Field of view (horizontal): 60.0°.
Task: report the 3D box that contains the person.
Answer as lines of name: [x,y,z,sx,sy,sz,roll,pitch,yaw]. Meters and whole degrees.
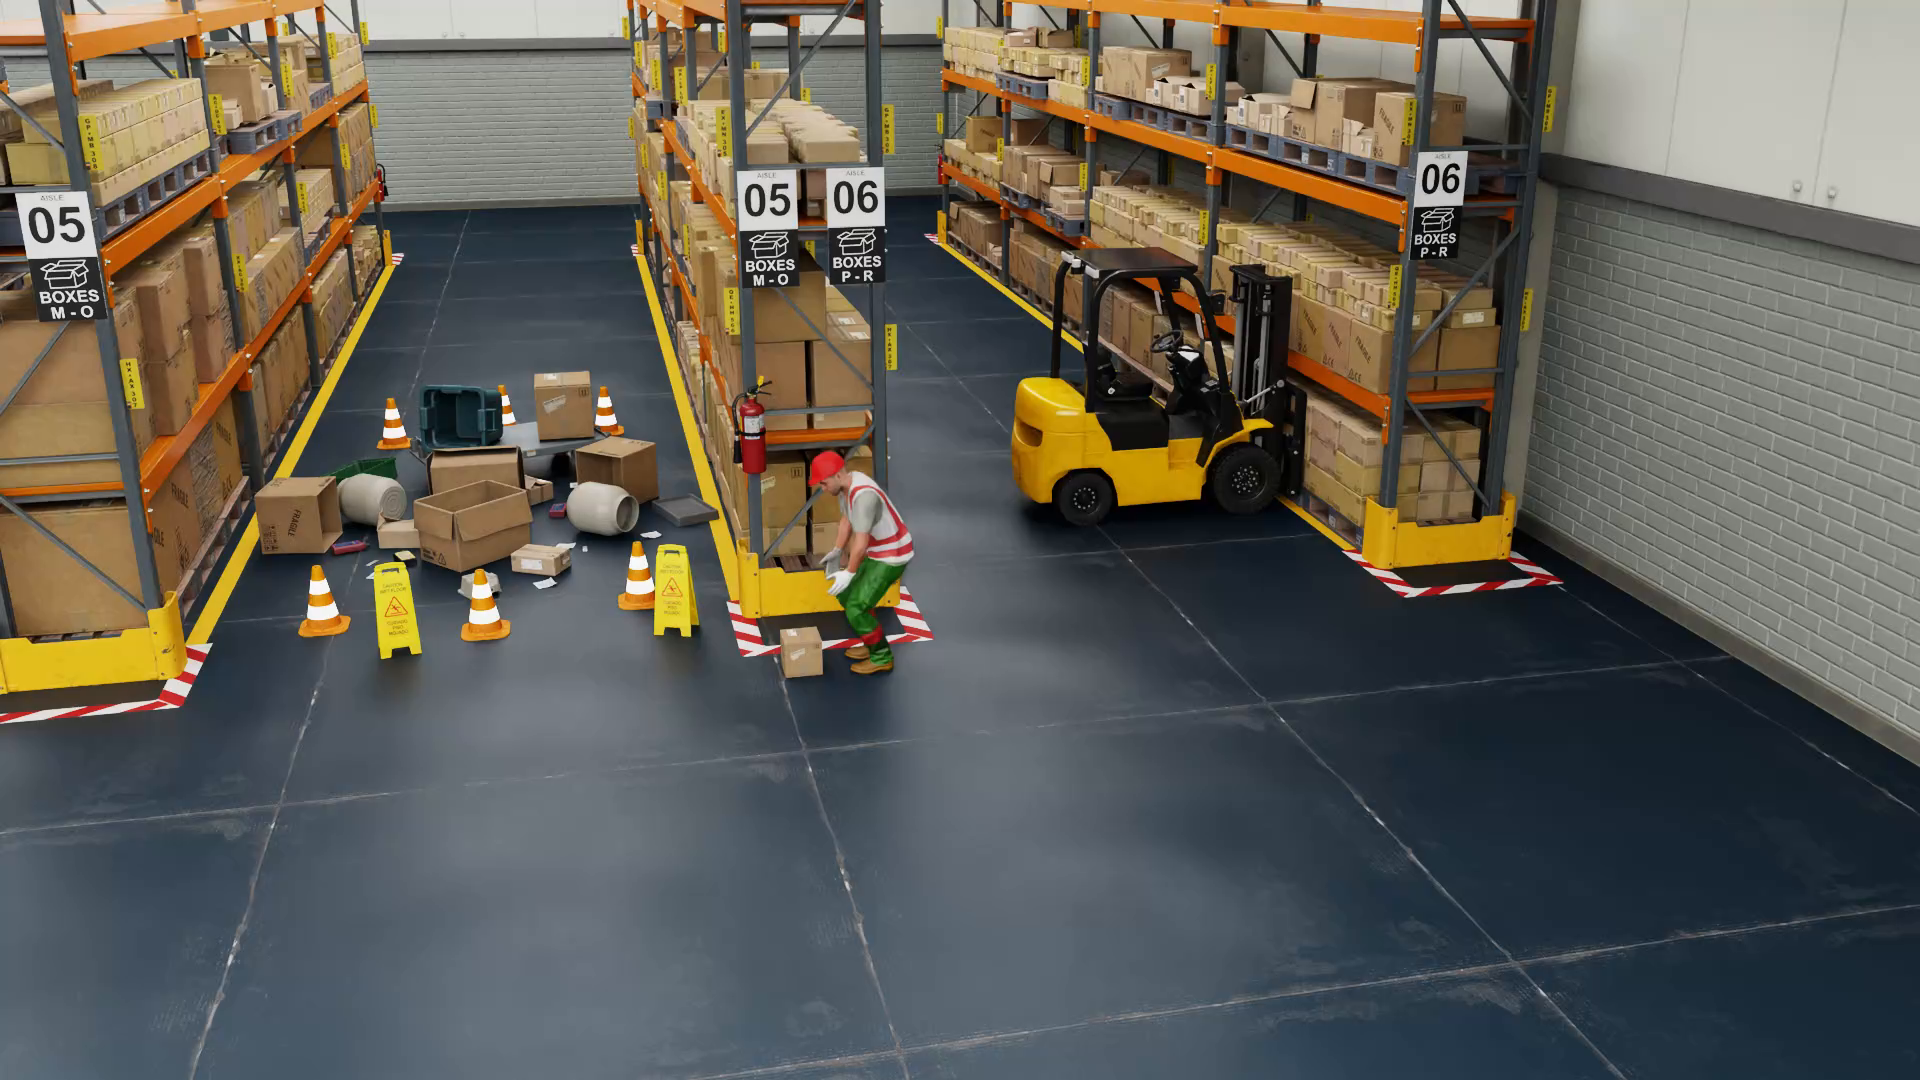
person: [-0.650,0.134,11.045,0.690,1.528,0.579,-4,20,-12]
